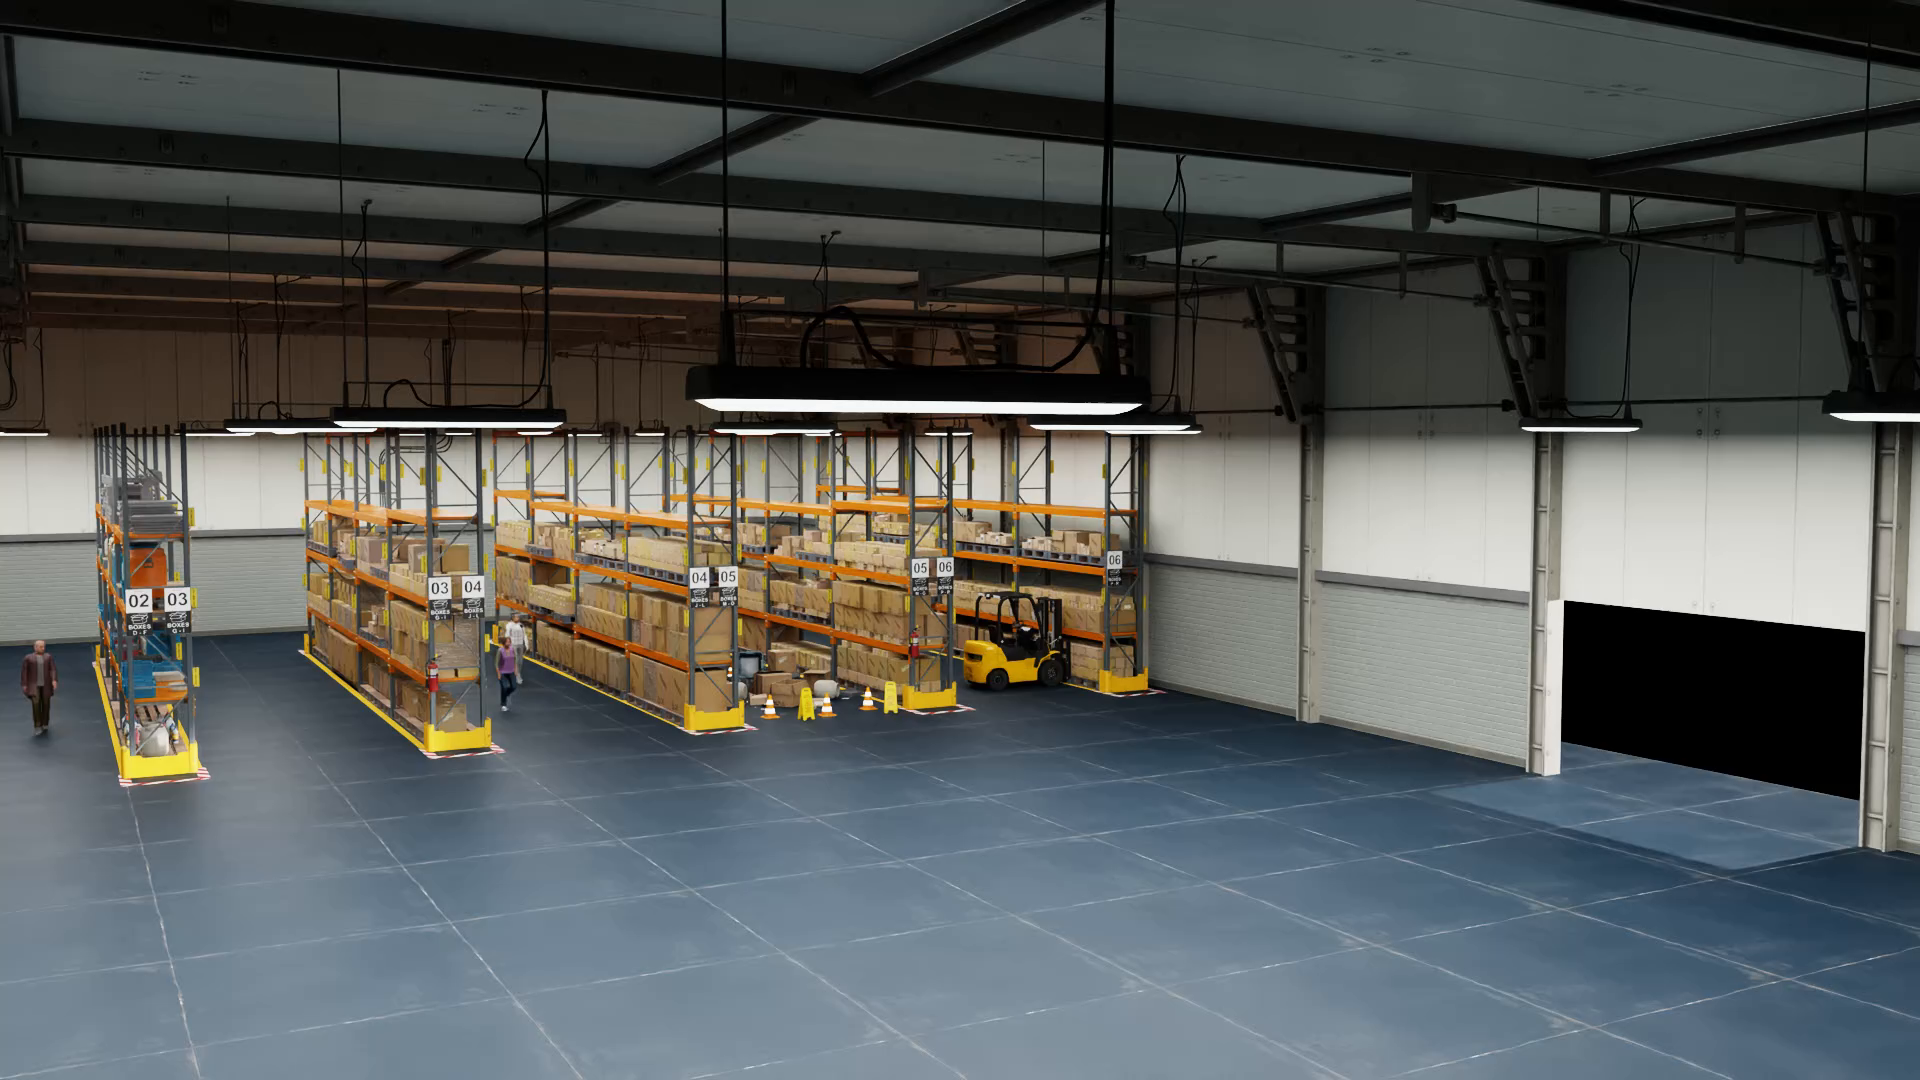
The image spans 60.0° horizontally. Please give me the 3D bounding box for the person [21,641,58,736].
[{"bbox_3d":[-17.948,2.881,32.497,0.609,1.804,0.731,-3,5,-44],"label":"person"}]

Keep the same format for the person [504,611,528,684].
[{"bbox_3d":[-10.405,2.531,39.247,0.515,1.673,0.717,-3,5,-43],"label":"person"}]

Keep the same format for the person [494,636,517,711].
[{"bbox_3d":[-9.642,2.815,35.224,0.501,1.582,0.475,-3,4,-37],"label":"person"}]
